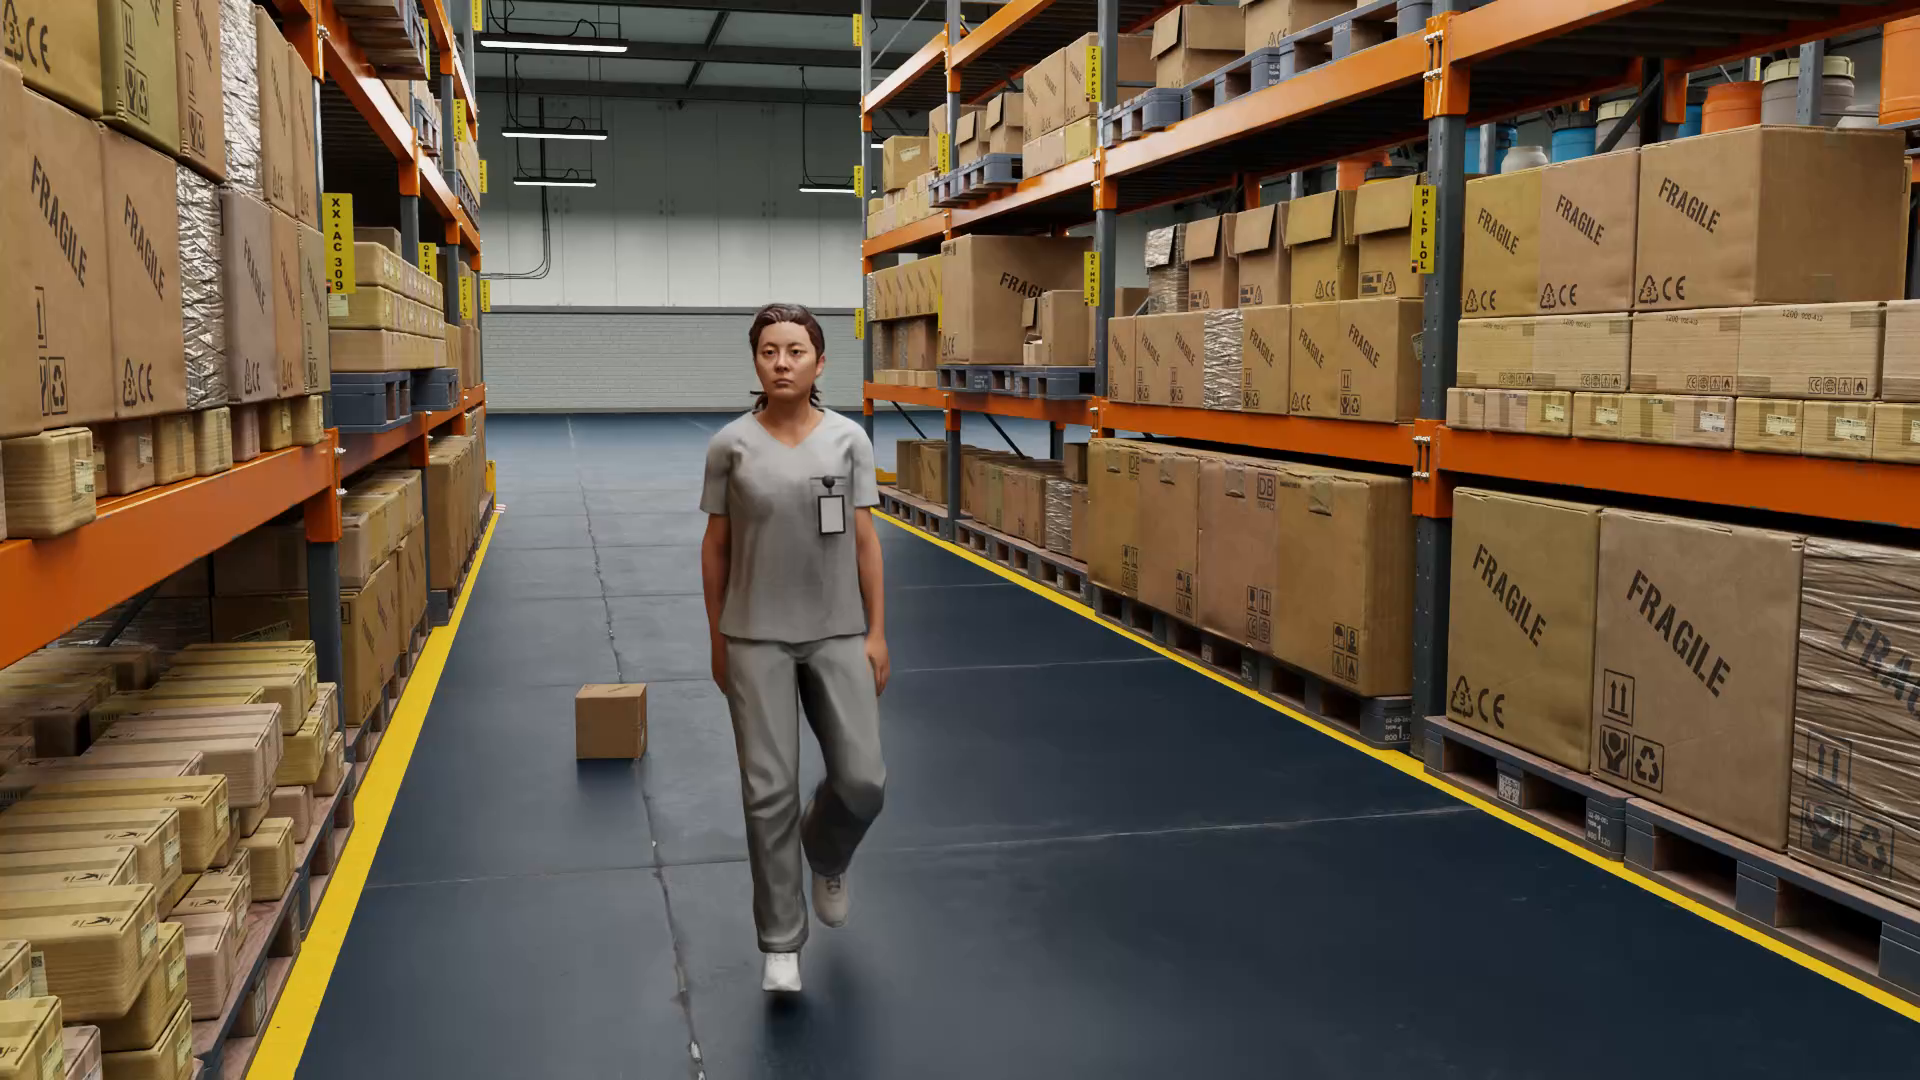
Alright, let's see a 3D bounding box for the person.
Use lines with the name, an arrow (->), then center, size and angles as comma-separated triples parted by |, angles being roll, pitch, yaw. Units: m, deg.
person -> -0.411, 0.257, 4.142 | 0.462, 1.640, 0.551 | -1, 6, -9
